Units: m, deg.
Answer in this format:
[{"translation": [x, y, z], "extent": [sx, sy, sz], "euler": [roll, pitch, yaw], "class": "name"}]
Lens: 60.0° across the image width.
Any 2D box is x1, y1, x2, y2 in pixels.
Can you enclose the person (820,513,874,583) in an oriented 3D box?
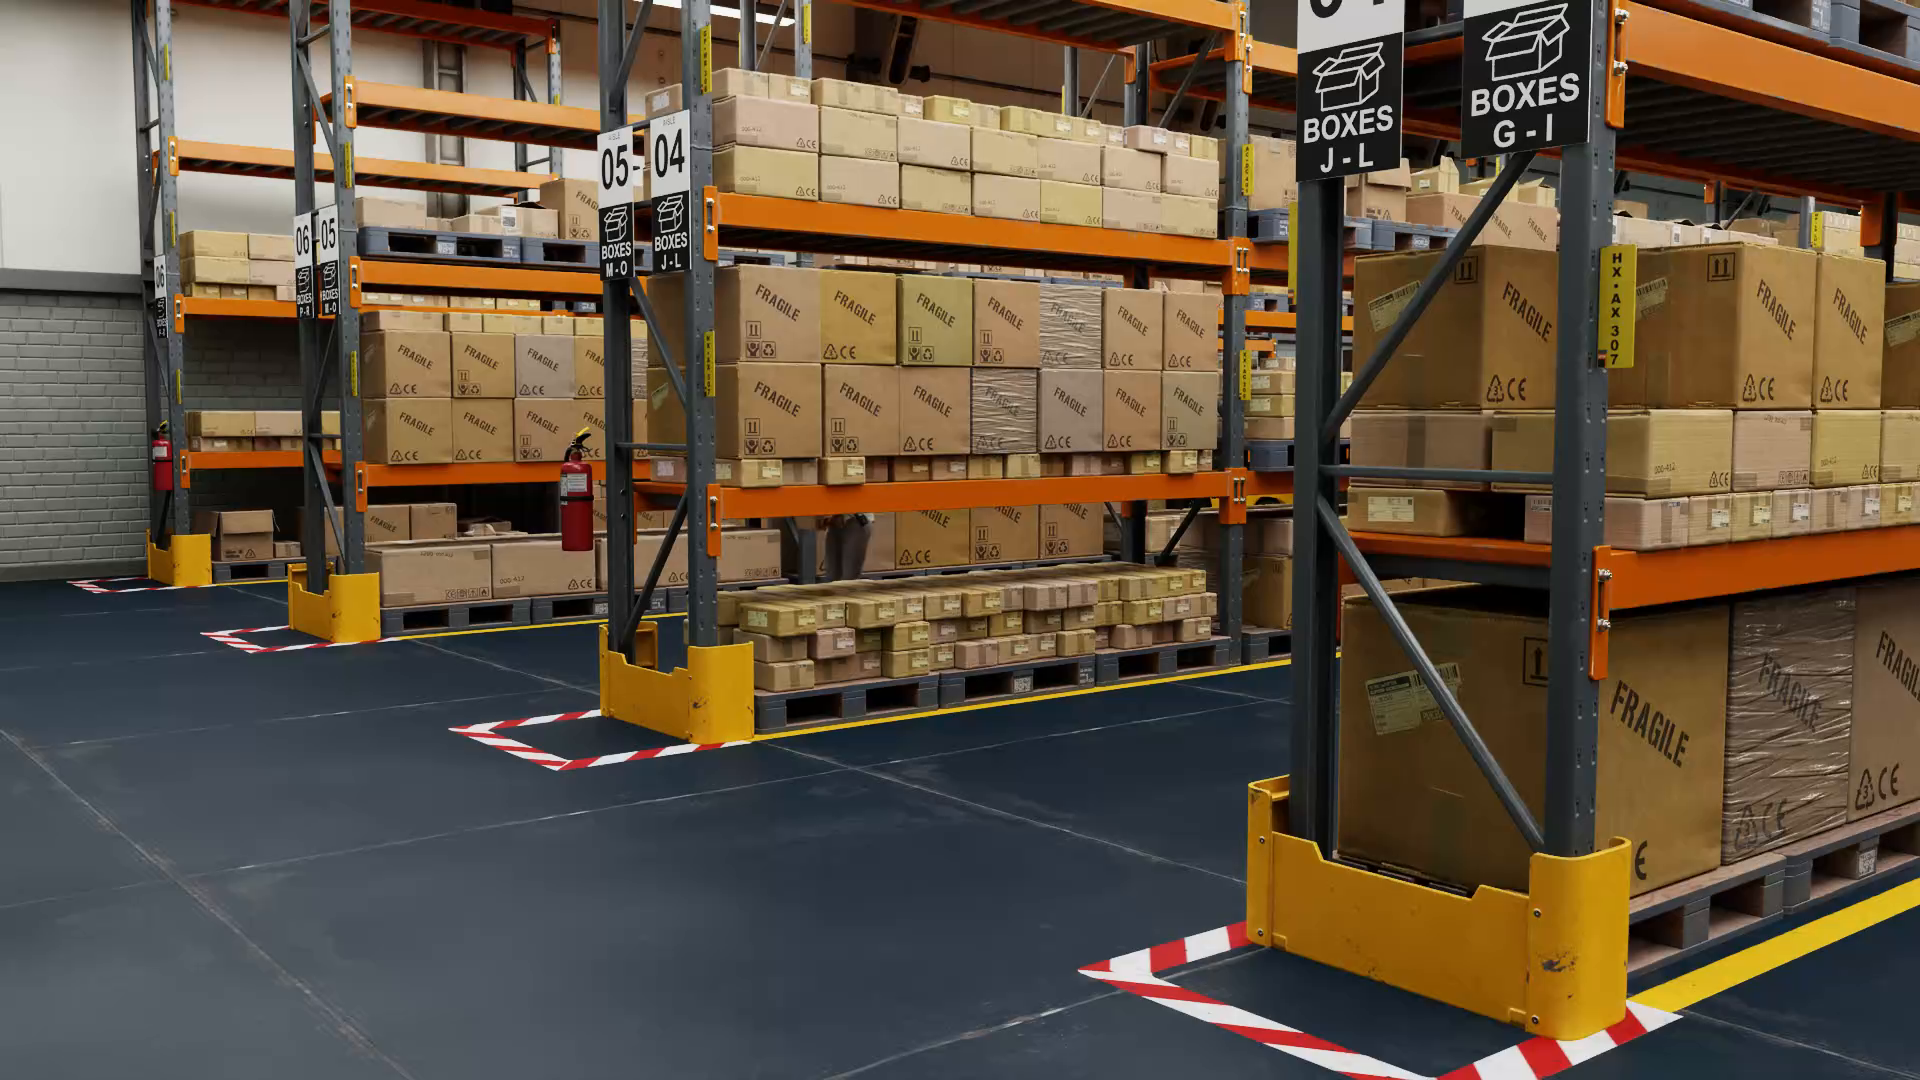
[{"translation": [-0.876, -0.095, 12.252], "extent": [0.530, 1.697, 0.455], "euler": [-4, 6, -39], "class": "person"}]
